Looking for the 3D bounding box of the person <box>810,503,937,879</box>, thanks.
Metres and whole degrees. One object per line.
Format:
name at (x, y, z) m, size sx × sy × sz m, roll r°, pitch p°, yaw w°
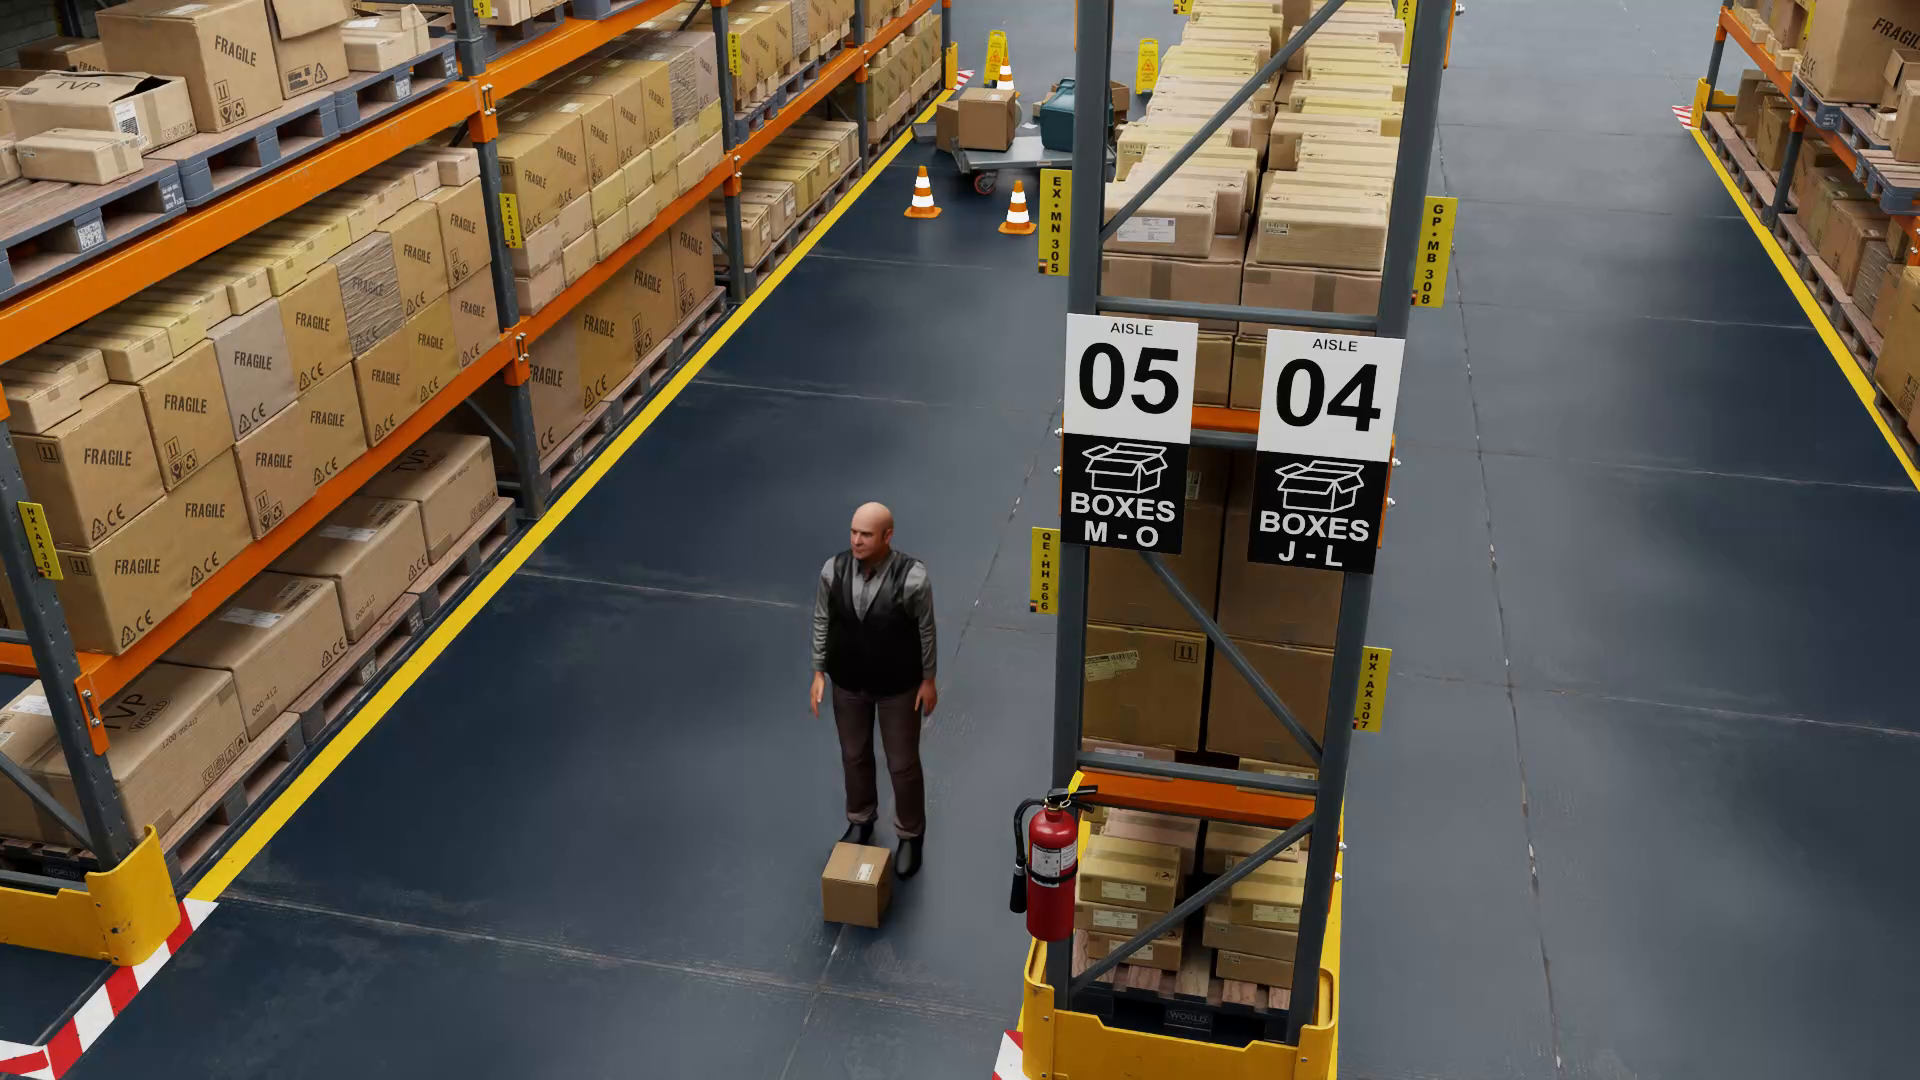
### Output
person at (-0.394, 0.661, 7.402) m, size 0.562 × 1.747 × 0.435 m, roll 8°, pitch 30°, yaw 14°
